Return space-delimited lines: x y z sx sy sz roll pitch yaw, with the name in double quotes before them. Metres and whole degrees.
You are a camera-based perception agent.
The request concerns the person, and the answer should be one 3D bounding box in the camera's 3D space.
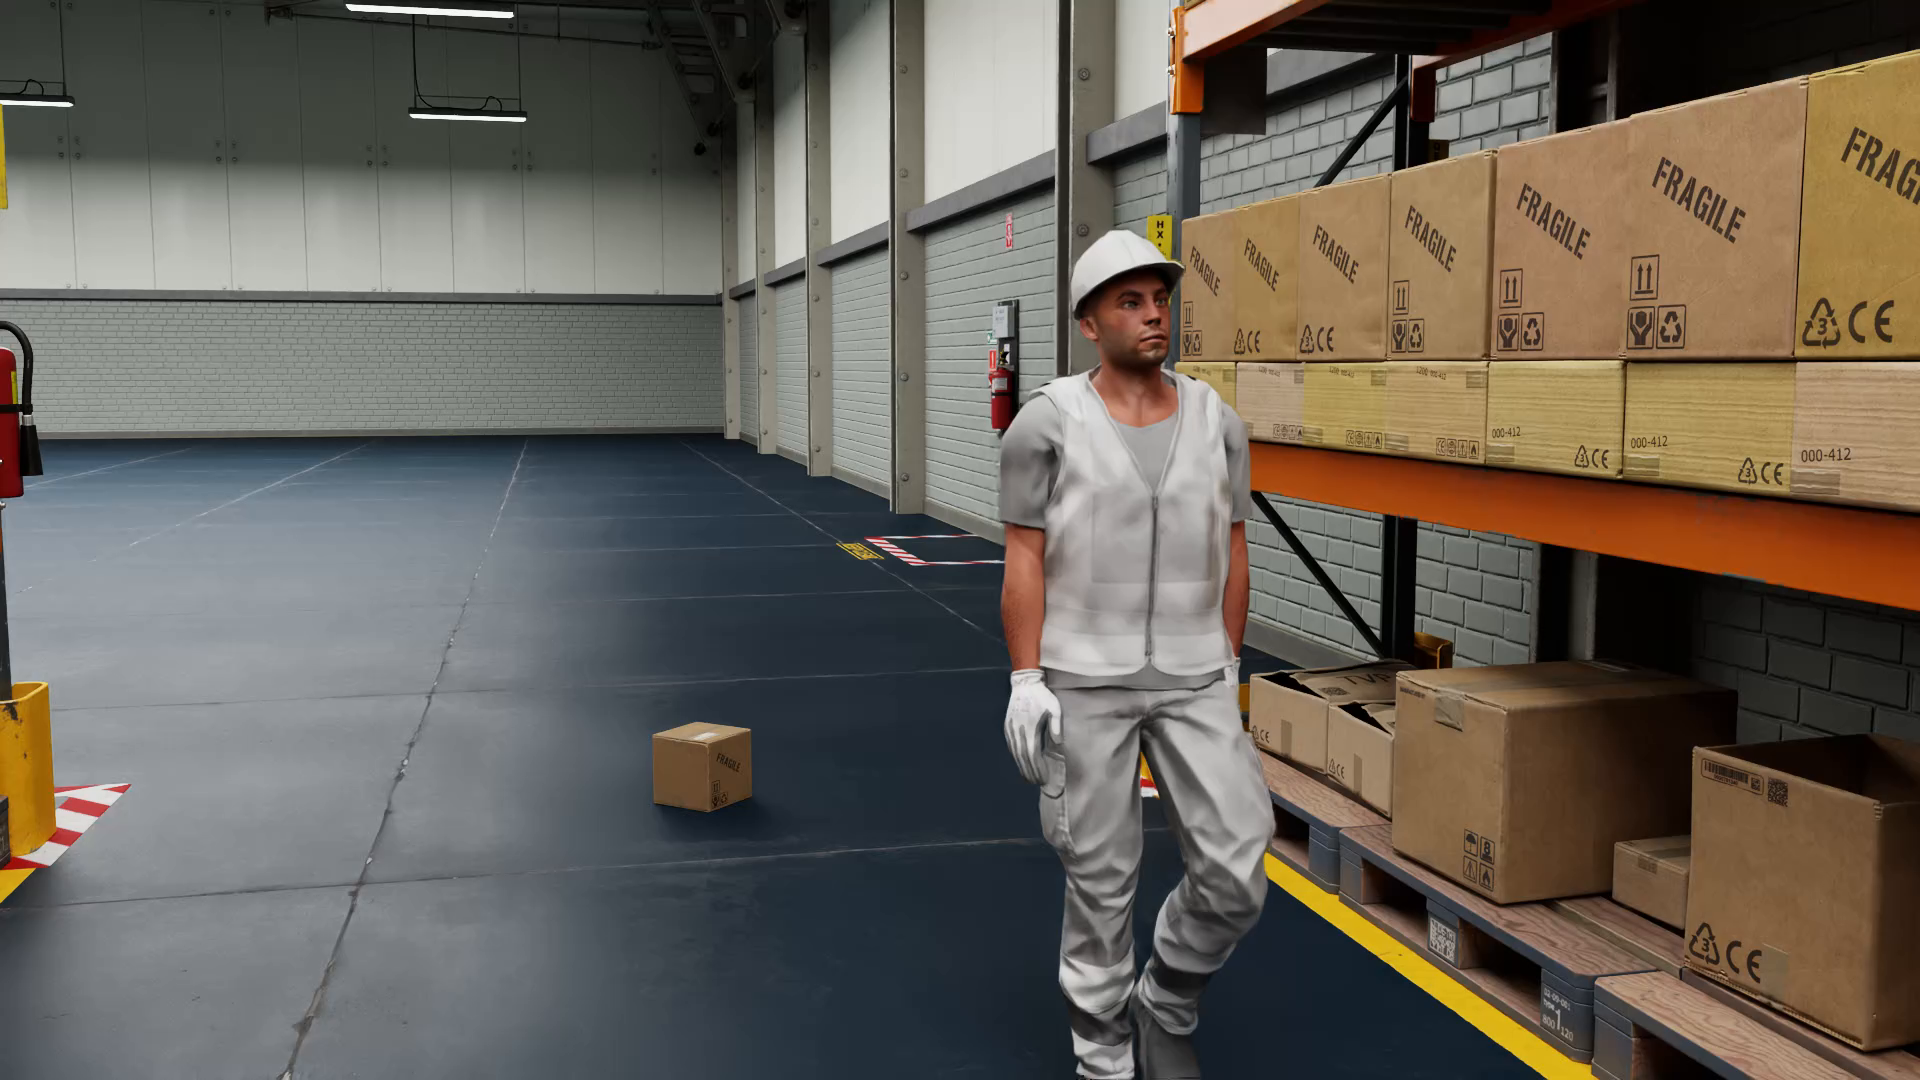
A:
"person" 0.343 0.298 3.249 0.535 1.794 0.452 -1 6 -9
